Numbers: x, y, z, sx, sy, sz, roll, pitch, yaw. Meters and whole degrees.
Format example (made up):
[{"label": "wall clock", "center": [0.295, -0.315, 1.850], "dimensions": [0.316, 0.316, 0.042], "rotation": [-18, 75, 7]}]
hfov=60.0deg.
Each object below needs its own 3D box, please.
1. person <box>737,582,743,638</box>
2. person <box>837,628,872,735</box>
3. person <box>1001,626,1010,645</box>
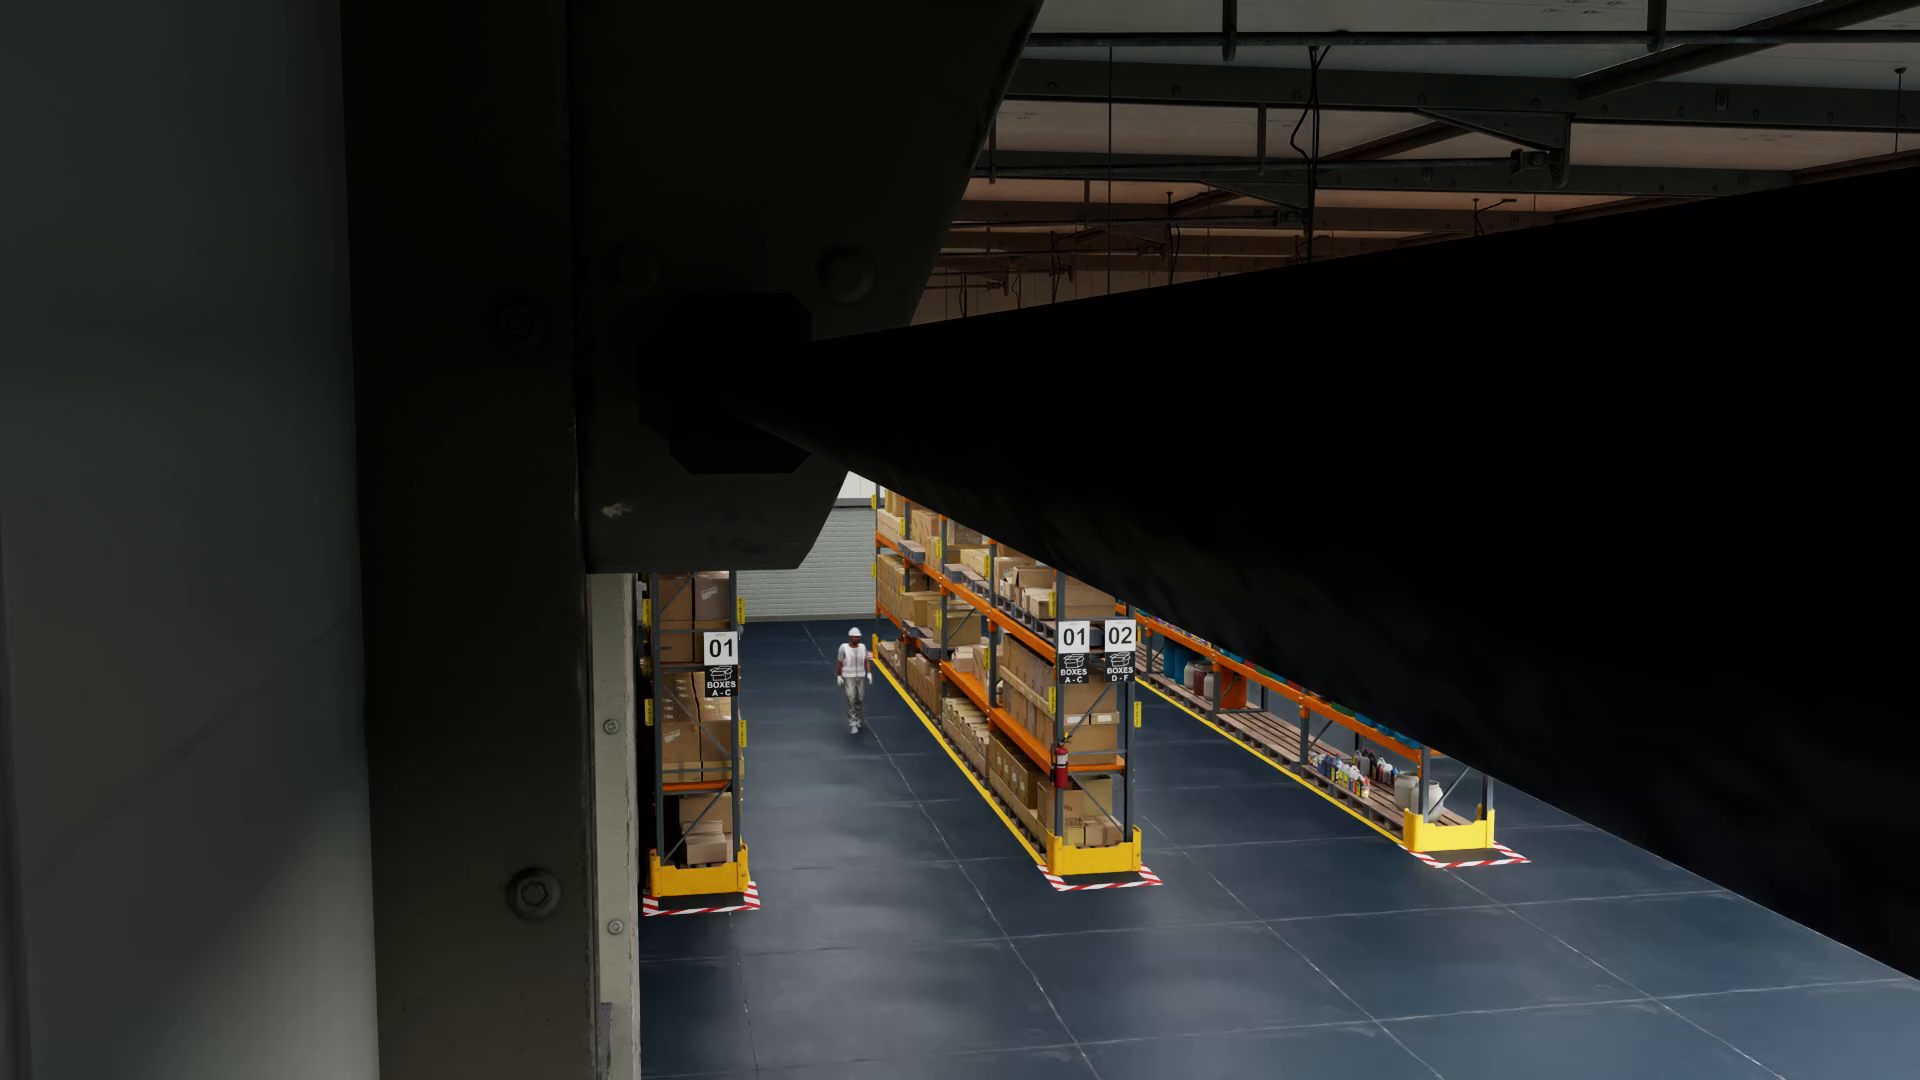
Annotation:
[{"label": "person", "center": [-5.075, 1.696, 37.108], "dimensions": [0.439, 1.684, 0.508], "rotation": [-1, 6, -12]}, {"label": "person", "center": [-1.803, 2.461, 29.190], "dimensions": [0.576, 1.801, 0.684], "rotation": [-3, 6, -26]}, {"label": "person", "center": [1.077, 2.053, 33.626], "dimensions": [0.581, 1.684, 0.809], "rotation": [4, 7, 32]}]
